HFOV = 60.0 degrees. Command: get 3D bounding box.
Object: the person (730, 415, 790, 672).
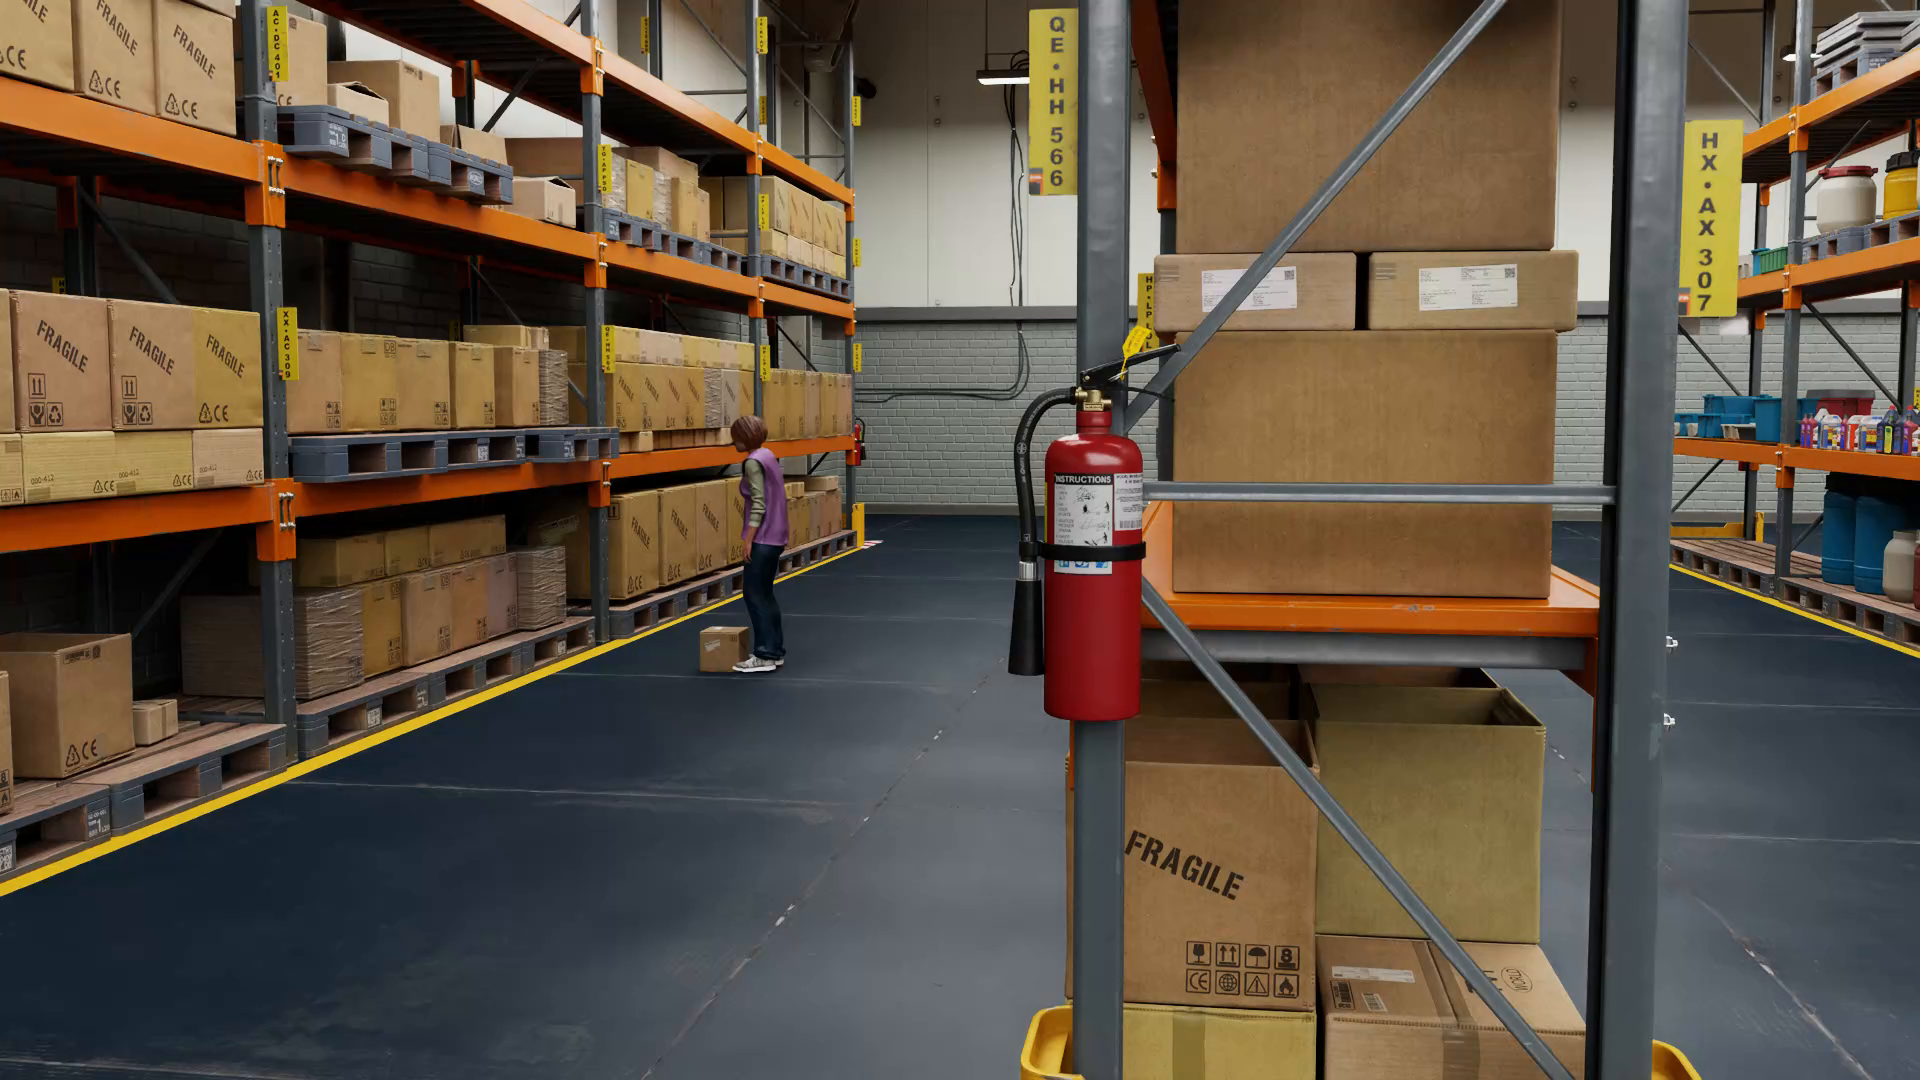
[{"bbox_3d":[-1.244,0.020,10.381,0.347,1.593,0.476,1,5,7],"label":"person"}]
